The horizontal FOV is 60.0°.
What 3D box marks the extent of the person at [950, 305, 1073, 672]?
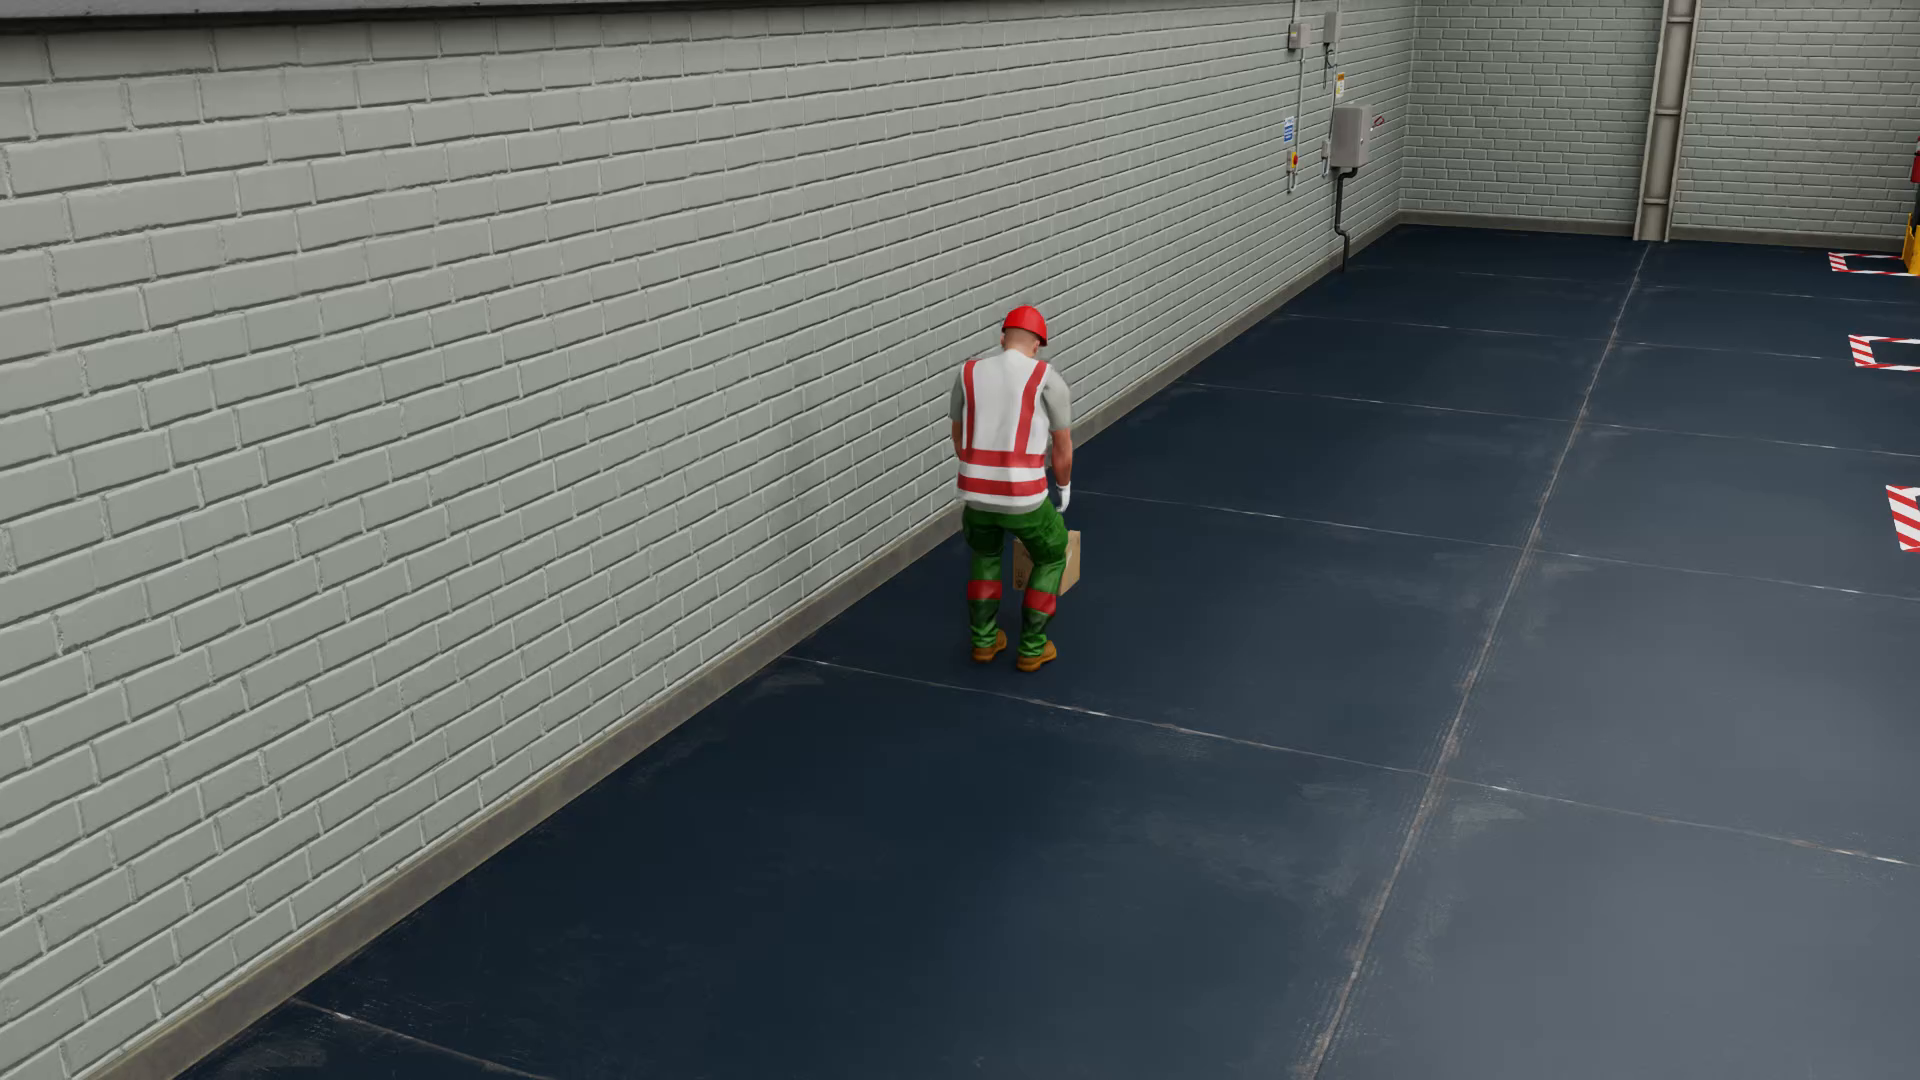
[{"bbox_3d":[0.219,-0.230,7.490,0.572,1.604,0.625,9,21,24],"label":"person"}]
